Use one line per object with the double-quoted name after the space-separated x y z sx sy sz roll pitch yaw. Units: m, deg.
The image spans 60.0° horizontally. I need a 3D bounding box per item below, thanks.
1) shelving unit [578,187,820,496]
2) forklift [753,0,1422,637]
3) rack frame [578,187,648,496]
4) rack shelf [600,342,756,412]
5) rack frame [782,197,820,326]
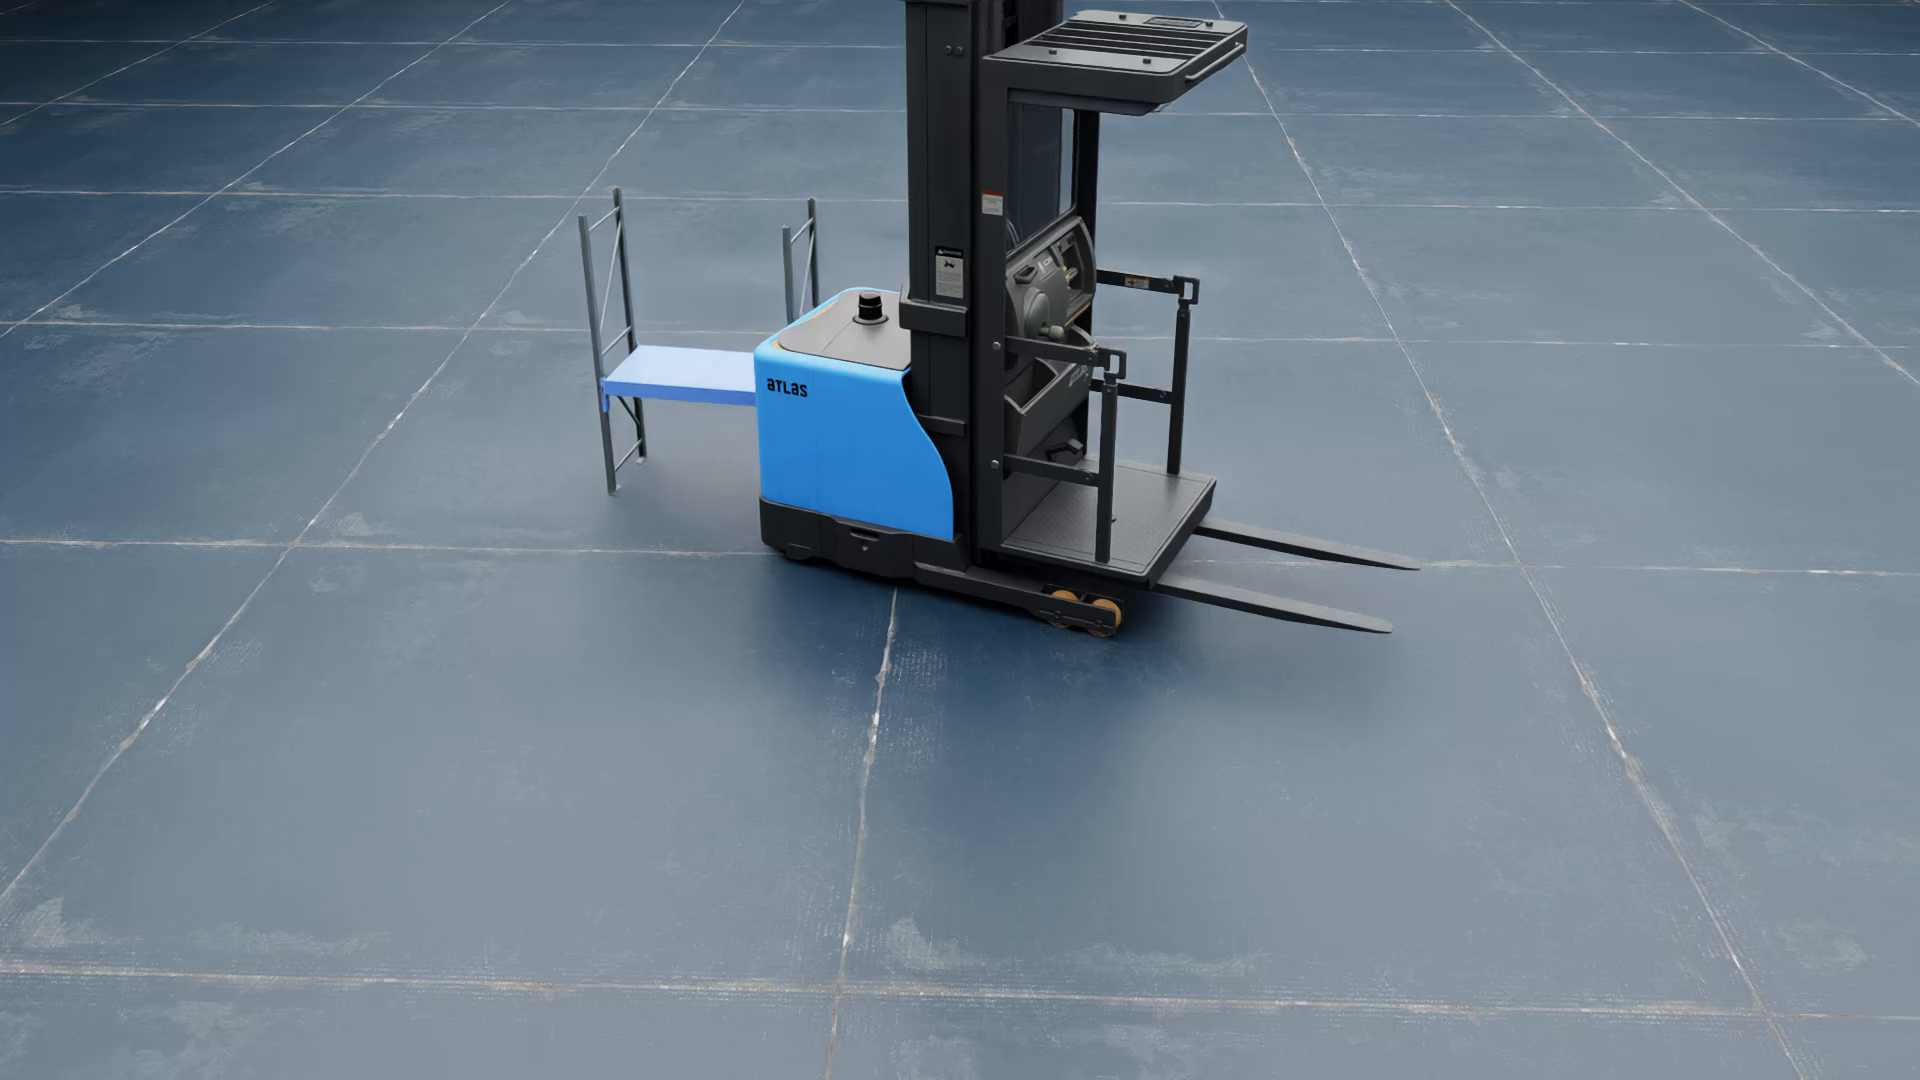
-1.277 -0.967 8.472 1.048 1.500 0.538 5 28 10 "shelving unit"
0.591 -1.145 7.281 3.031 2.935 1.130 12 30 22 "forklift"
-1.776 -1.011 8.556 0.032 1.500 0.500 5 28 10 "rack frame"
-1.277 -0.808 8.556 1.000 0.185 0.538 5 28 9 "rack shelf"
-0.777 -0.922 8.388 0.032 1.500 0.500 5 28 10 "rack frame"
